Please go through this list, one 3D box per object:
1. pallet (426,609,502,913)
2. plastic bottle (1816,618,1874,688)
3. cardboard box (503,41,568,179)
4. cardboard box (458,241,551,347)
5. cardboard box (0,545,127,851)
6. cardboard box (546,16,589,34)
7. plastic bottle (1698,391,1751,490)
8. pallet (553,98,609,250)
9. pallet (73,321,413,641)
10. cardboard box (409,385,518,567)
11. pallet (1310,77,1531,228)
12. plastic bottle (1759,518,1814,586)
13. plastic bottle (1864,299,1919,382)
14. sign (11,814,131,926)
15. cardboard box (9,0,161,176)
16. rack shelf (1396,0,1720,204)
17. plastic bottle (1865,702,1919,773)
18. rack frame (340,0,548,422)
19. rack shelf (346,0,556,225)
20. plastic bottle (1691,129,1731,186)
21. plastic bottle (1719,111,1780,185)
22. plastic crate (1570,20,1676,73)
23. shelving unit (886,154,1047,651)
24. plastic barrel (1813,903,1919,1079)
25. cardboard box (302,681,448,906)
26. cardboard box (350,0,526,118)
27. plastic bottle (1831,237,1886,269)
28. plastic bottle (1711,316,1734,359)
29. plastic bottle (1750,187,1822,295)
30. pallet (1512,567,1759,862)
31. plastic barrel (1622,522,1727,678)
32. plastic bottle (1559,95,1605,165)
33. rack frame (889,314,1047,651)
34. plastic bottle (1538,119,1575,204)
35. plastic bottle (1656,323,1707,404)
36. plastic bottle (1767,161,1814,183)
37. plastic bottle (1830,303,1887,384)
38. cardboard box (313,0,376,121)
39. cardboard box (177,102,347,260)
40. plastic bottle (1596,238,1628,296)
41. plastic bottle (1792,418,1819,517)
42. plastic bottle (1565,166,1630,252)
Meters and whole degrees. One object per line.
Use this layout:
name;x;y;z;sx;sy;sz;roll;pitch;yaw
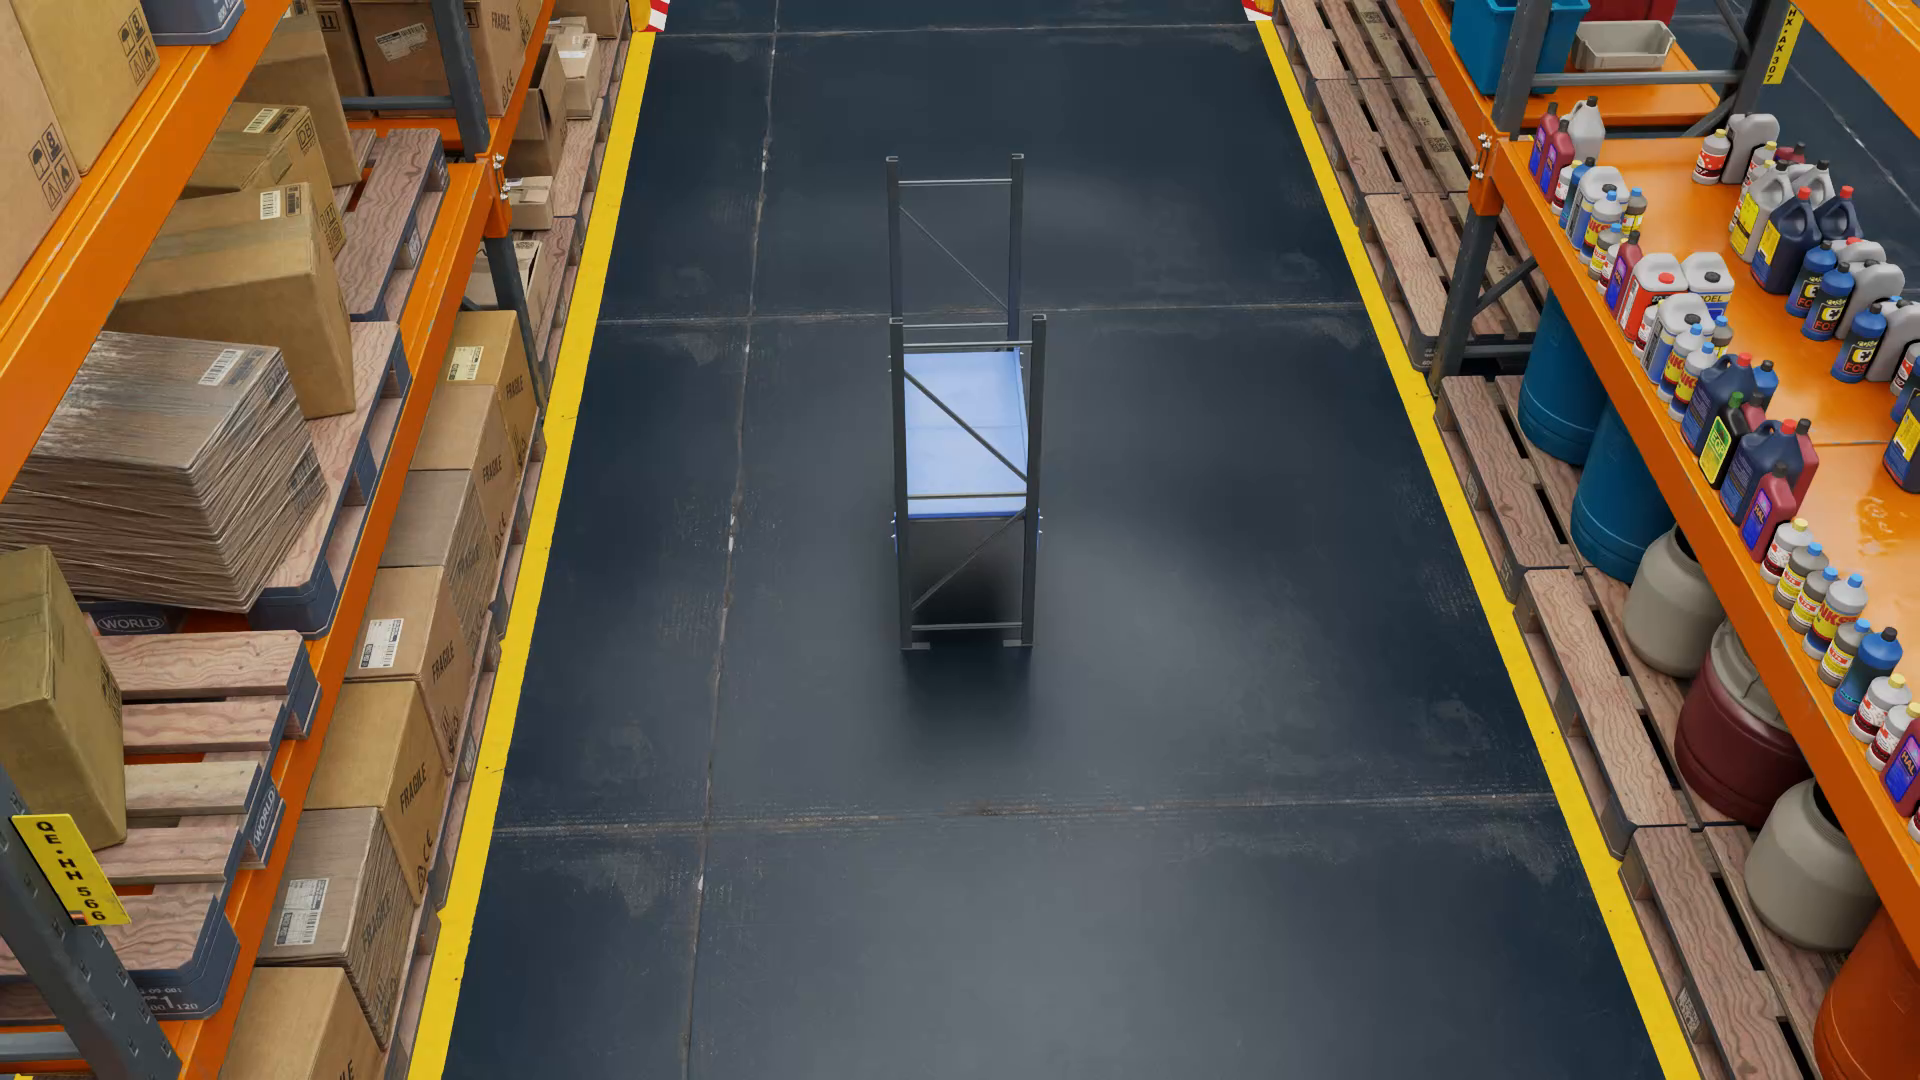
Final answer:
pallet;-2.205;0.748;5.778;1.003;0.211;1.213;-2;43;-2
plastic bottle;2.334;0.288;4.362;0.097;0.201;0.097;0;43;0
cardboard box;-2.417;-2.163;8.412;0.797;0.503;0.637;-2;43;-2
cardboard box;-2.134;-1.114;7.410;0.500;0.311;0.500;-2;43;-2
cardboard box;-2.302;0.433;3.672;0.700;0.500;0.500;-15;45;-16
cardboard box;-2.306;-2.835;9.395;0.380;0.166;0.250;-2;43;-2
plastic bottle;2.281;-0.297;4.940;0.061;0.283;0.133;-2;43;-2
pallet;-2.415;-1.915;8.683;1.003;0.211;1.213;-2;43;-2
pallet;-2.250;-0.195;4.885;1.003;0.211;1.213;-2;43;-2
cardboard box;-2.013;-0.235;6.311;0.500;0.500;0.500;-2;43;-2
pallet;2.492;-2.086;8.869;1.003;0.211;1.213;-2;43;-2
plastic bottle;2.318;0.026;4.649;0.097;0.201;0.097;0;43;0
plastic bottle;3.009;-0.656;5.338;0.152;0.276;0.135;-2;43;-2
sign;-1.608;0.602;3.016;0.100;0.325;0.005;-2;43;-2
cardboard box;-2.258;-1.085;3.419;0.910;0.500;0.500;-2;43;-2
rack shelf;2.532;-2.878;8.202;1.077;0.370;4.000;-2;43;-2
plastic bottle;2.347;0.486;4.147;0.097;0.201;0.097;0;43;0
rack frame;-2.332;-1.653;6.334;1.000;3.000;0.127;-2;43;-2
rack shelf;-2.417;-2.738;8.050;1.077;0.370;4.000;-2;43;-2
plastic bottle;2.832;-1.447;6.256;0.097;0.201;0.097;0;43;0
plastic bottle;2.956;-1.490;6.248;0.152;0.276;0.135;-2;43;-2
plastic crate;2.740;-2.036;6.902;0.396;0.136;0.243;-2;43;-2
shelving unit;0.004;-0.495;6.180;0.538;1.500;1.048;-2;43;-2
plastic barrel;2.749;1.223;4.491;0.600;0.830;0.708;-2;43;-2
cardboard box;-1.940;0.799;5.183;0.500;0.500;0.500;-2;43;-2
cardboard box;-2.082;-2.042;6.684;0.500;0.500;0.500;-1;43;-1
plastic bottle;2.993;-0.903;5.607;0.152;0.276;0.135;-2;43;-2
plastic bottle;2.429;-0.631;5.365;0.097;0.201;0.097;0;43;0
plastic bottle;2.846;-1.035;5.695;0.144;0.351;0.185;-2;43;-2
pallet;2.663;0.583;5.958;1.003;0.211;1.213;-2;43;-2
plastic barrel;2.587;0.199;5.844;0.421;0.512;0.421;0;43;0
plastic bottle;2.309;-1.501;6.204;0.144;0.351;0.185;-2;43;-2
rack frame;0.025;-0.152;5.806;0.500;1.500;0.032;-2;43;-2
plastic bottle;2.212;-1.400;6.144;0.061;0.283;0.133;-2;43;-2
plastic bottle;2.282;-0.561;5.238;0.097;0.271;0.097;0;43;0
plastic bottle;2.972;-1.244;5.979;0.152;0.276;0.135;-2;43;-2
plastic bottle;2.885;-0.638;5.321;0.097;0.271;0.097;0;43;0
cardboard box;-2.610;-2.020;6.660;0.500;0.500;0.500;-1;43;-1
cardboard box;-2.443;-1.056;5.298;0.700;0.500;0.500;5;43;5
plastic bottle;2.257;-0.939;5.701;0.097;0.201;0.097;0;43;0
plastic bottle;2.431;-0.211;4.847;0.061;0.283;0.133;-2;43;-2
plastic bottle;2.271;-1.177;5.906;0.152;0.276;0.135;-2;43;-2
